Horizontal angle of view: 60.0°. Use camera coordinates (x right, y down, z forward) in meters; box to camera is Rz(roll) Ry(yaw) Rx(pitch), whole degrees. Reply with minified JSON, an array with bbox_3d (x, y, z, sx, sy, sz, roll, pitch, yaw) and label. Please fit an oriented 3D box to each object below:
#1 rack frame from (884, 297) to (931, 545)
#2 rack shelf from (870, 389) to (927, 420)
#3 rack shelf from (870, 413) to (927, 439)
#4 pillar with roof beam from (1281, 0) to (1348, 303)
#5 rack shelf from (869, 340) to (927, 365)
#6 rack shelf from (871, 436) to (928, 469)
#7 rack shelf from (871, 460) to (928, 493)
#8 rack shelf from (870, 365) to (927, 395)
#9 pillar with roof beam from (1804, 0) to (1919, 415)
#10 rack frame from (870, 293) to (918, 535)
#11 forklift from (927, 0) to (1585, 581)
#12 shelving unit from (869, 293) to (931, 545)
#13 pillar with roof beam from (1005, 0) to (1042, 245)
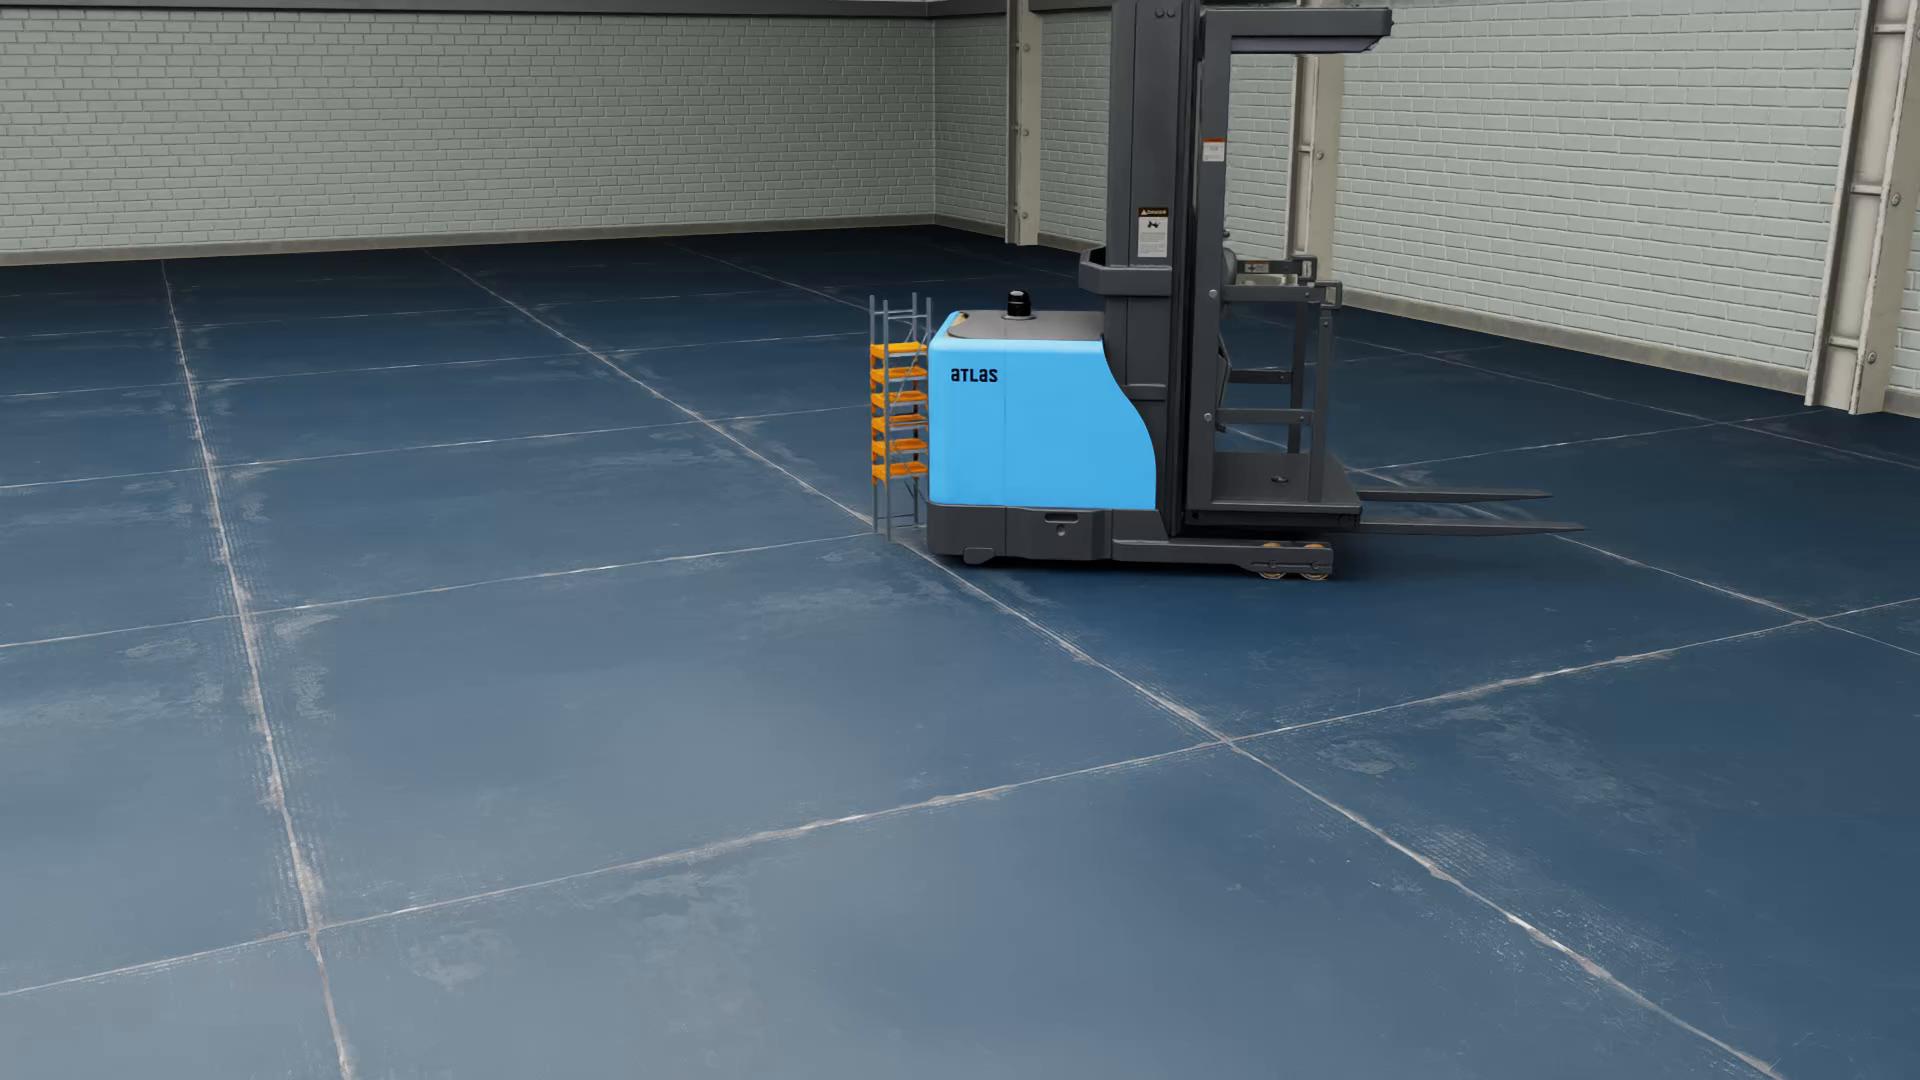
[{"bbox_3d":[-0.249,-0.567,8.050,0.240,1.200,0.006,-7,17,-22],"label":"rack frame"},{"bbox_3d":[-0.286,-0.662,8.110,0.258,0.103,0.180,-7,17,-22],"label":"rack shelf"},{"bbox_3d":[-0.286,-0.547,8.143,0.258,0.103,0.180,-7,17,-22],"label":"rack shelf"},{"bbox_3d":[-0.426,-6.203,13.551,9.100,9.000,0.400,-8,18,-25],"label":"pillar with roof beam"},{"bbox_3d":[-0.286,-0.893,8.044,0.258,0.103,0.180,-7,17,-22],"label":"rack shelf"},{"bbox_3d":[-0.286,-0.432,8.176,0.258,0.103,0.180,-7,17,-22],"label":"rack shelf"},{"bbox_3d":[-0.286,-0.316,8.209,0.258,0.103,0.180,-7,17,-22],"label":"rack shelf"},{"bbox_3d":[-0.286,-0.778,8.077,0.258,0.103,0.180,-7,17,-22],"label":"rack shelf"},{"bbox_3d":[2.202,-4.715,8.366,9.100,9.000,0.400,-8,18,-25],"label":"pillar with roof beam"},{"bbox_3d":[-0.322,-0.613,8.211,0.240,1.200,0.006,-7,17,-22],"label":"rack frame"},{"bbox_3d":[1.393,-1.377,7.736,3.031,2.935,1.130,1,16,5],"label":"forklift"},{"bbox_3d":[-0.286,-0.590,8.131,0.258,1.200,0.189,-7,17,-22],"label":"shelving unit"},{"bbox_3d":[-3.055,-7.690,18.735,9.100,9.000,0.400,-8,18,-25],"label":"pillar with roof beam"}]
